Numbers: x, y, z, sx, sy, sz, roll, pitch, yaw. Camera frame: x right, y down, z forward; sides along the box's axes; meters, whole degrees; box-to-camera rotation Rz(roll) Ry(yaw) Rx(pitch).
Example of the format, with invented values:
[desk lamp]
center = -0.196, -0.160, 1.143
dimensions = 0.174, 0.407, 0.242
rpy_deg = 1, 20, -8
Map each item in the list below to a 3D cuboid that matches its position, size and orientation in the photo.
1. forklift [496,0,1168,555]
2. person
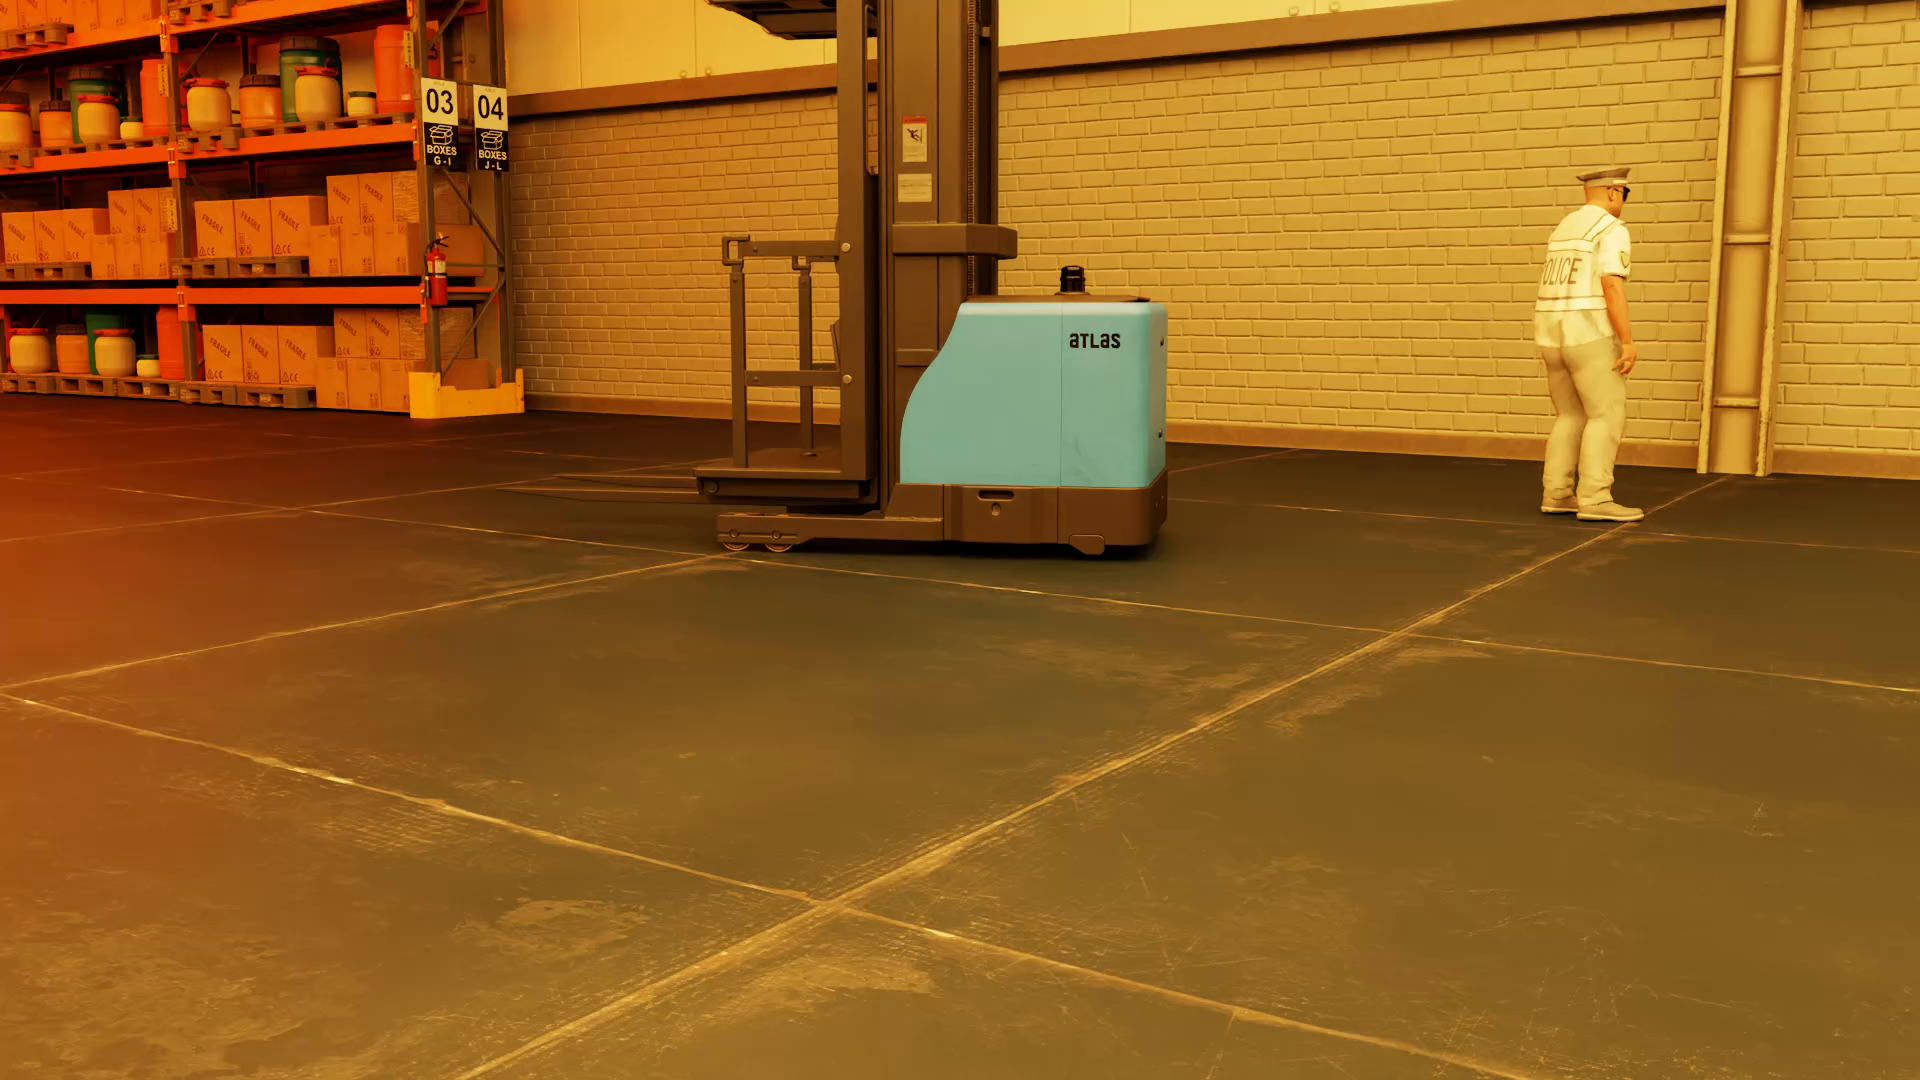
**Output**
[forklift]
center = -0.596, -1.469, 7.520
dimensions = 3.031, 2.935, 1.130
rpy_deg = 2, 8, 12
[person]
center = 3.132, -0.989, 8.340
dimensions = 0.432, 1.748, 0.597
rpy_deg = -2, 8, -15
